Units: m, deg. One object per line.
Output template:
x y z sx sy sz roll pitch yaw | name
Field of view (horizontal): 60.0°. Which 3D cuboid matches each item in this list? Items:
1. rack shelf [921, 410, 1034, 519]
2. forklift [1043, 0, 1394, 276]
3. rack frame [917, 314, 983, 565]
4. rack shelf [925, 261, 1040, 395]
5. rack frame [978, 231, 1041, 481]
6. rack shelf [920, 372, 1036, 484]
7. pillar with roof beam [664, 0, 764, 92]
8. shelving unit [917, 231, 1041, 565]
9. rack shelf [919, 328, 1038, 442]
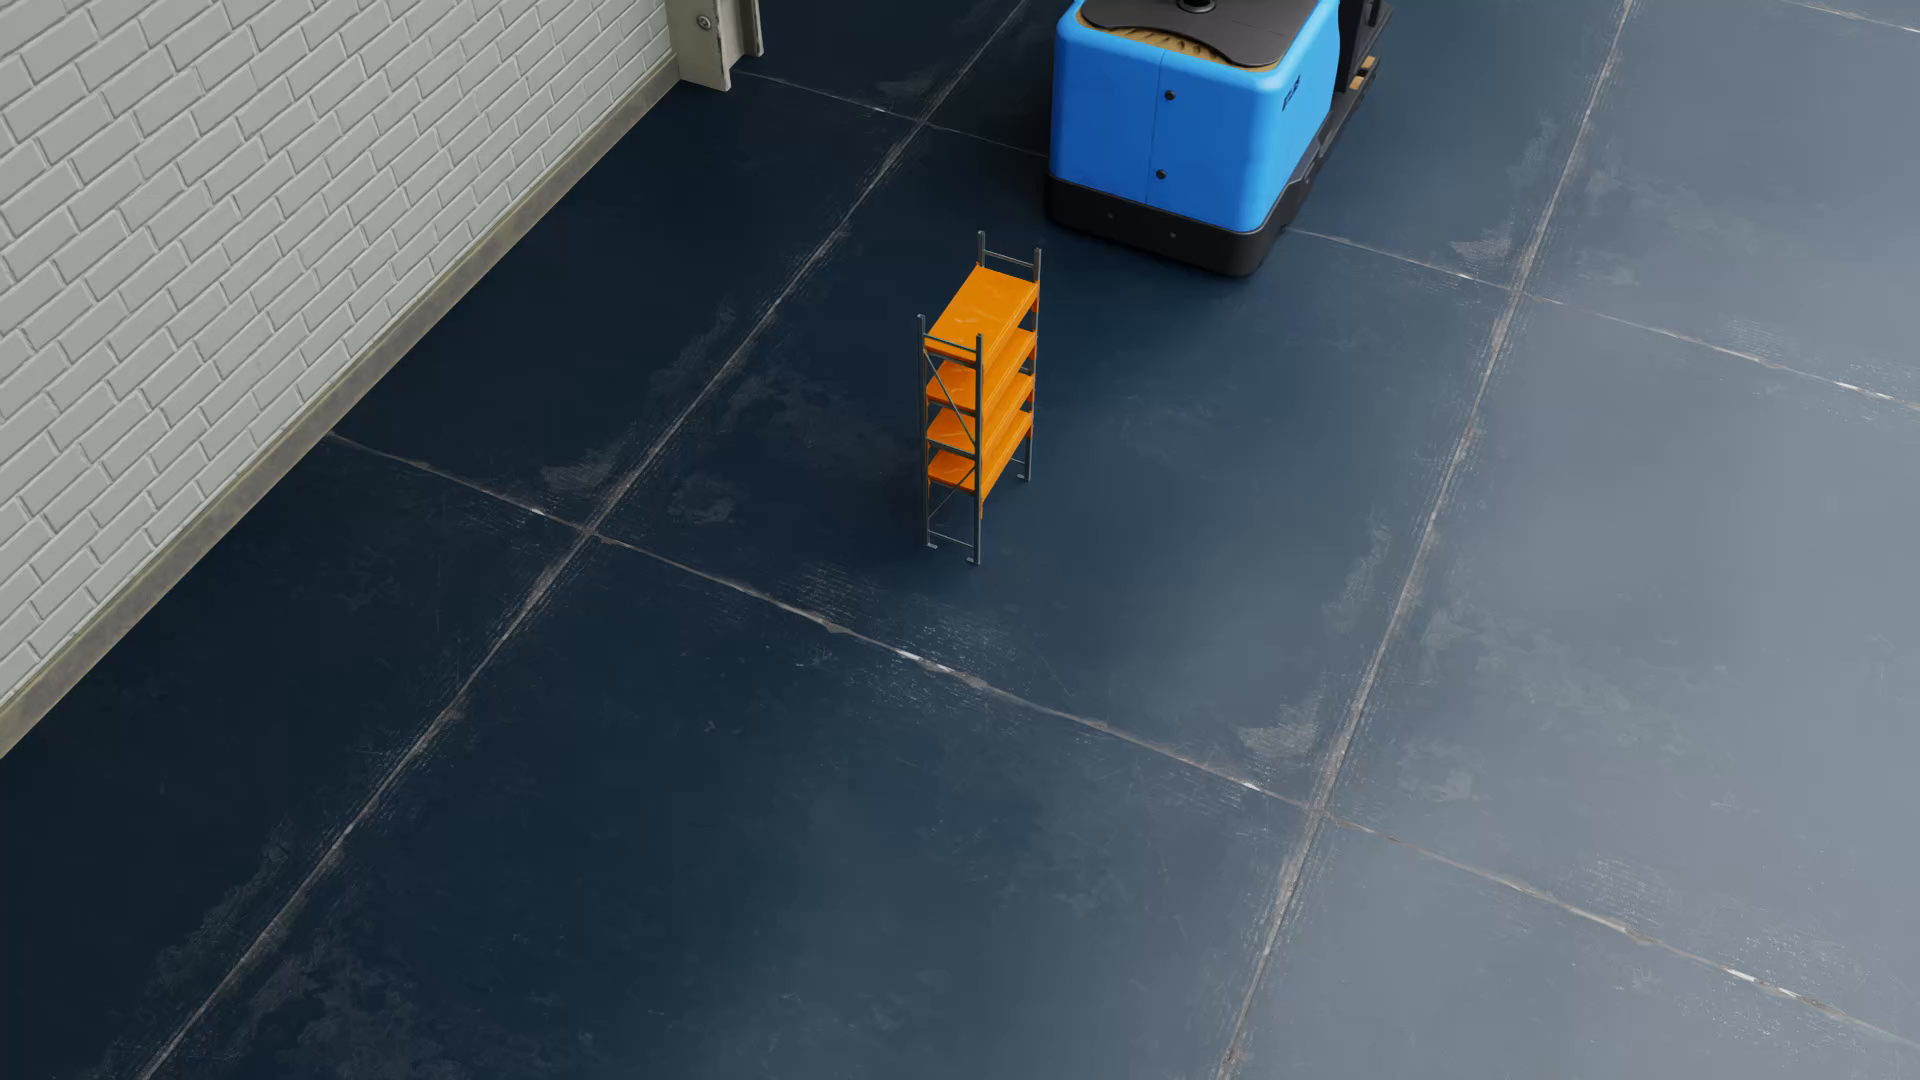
0.071 -0.331 6.408 0.258 0.148 0.480 20 52 16 | rack shelf
1.497 -3.272 7.425 1.130 2.935 3.031 21 53 17 | forklift
-0.034 -0.335 6.062 0.240 1.200 0.015 20 52 16 | rack frame
0.071 -0.757 5.906 0.258 0.148 0.480 20 52 16 | rack shelf
0.175 -0.671 6.348 0.240 1.200 0.015 20 52 16 | rack frame
0.071 -0.459 6.256 0.258 0.148 0.480 20 52 16 | rack shelf
2.639 -3.998 4.059 9.100 9.000 0.400 20 52 16 | pillar with roof beam
0.071 -0.503 6.205 0.258 1.200 0.503 20 52 16 | shelving unit
0.071 -0.604 6.086 0.258 0.148 0.480 20 52 16 | rack shelf
